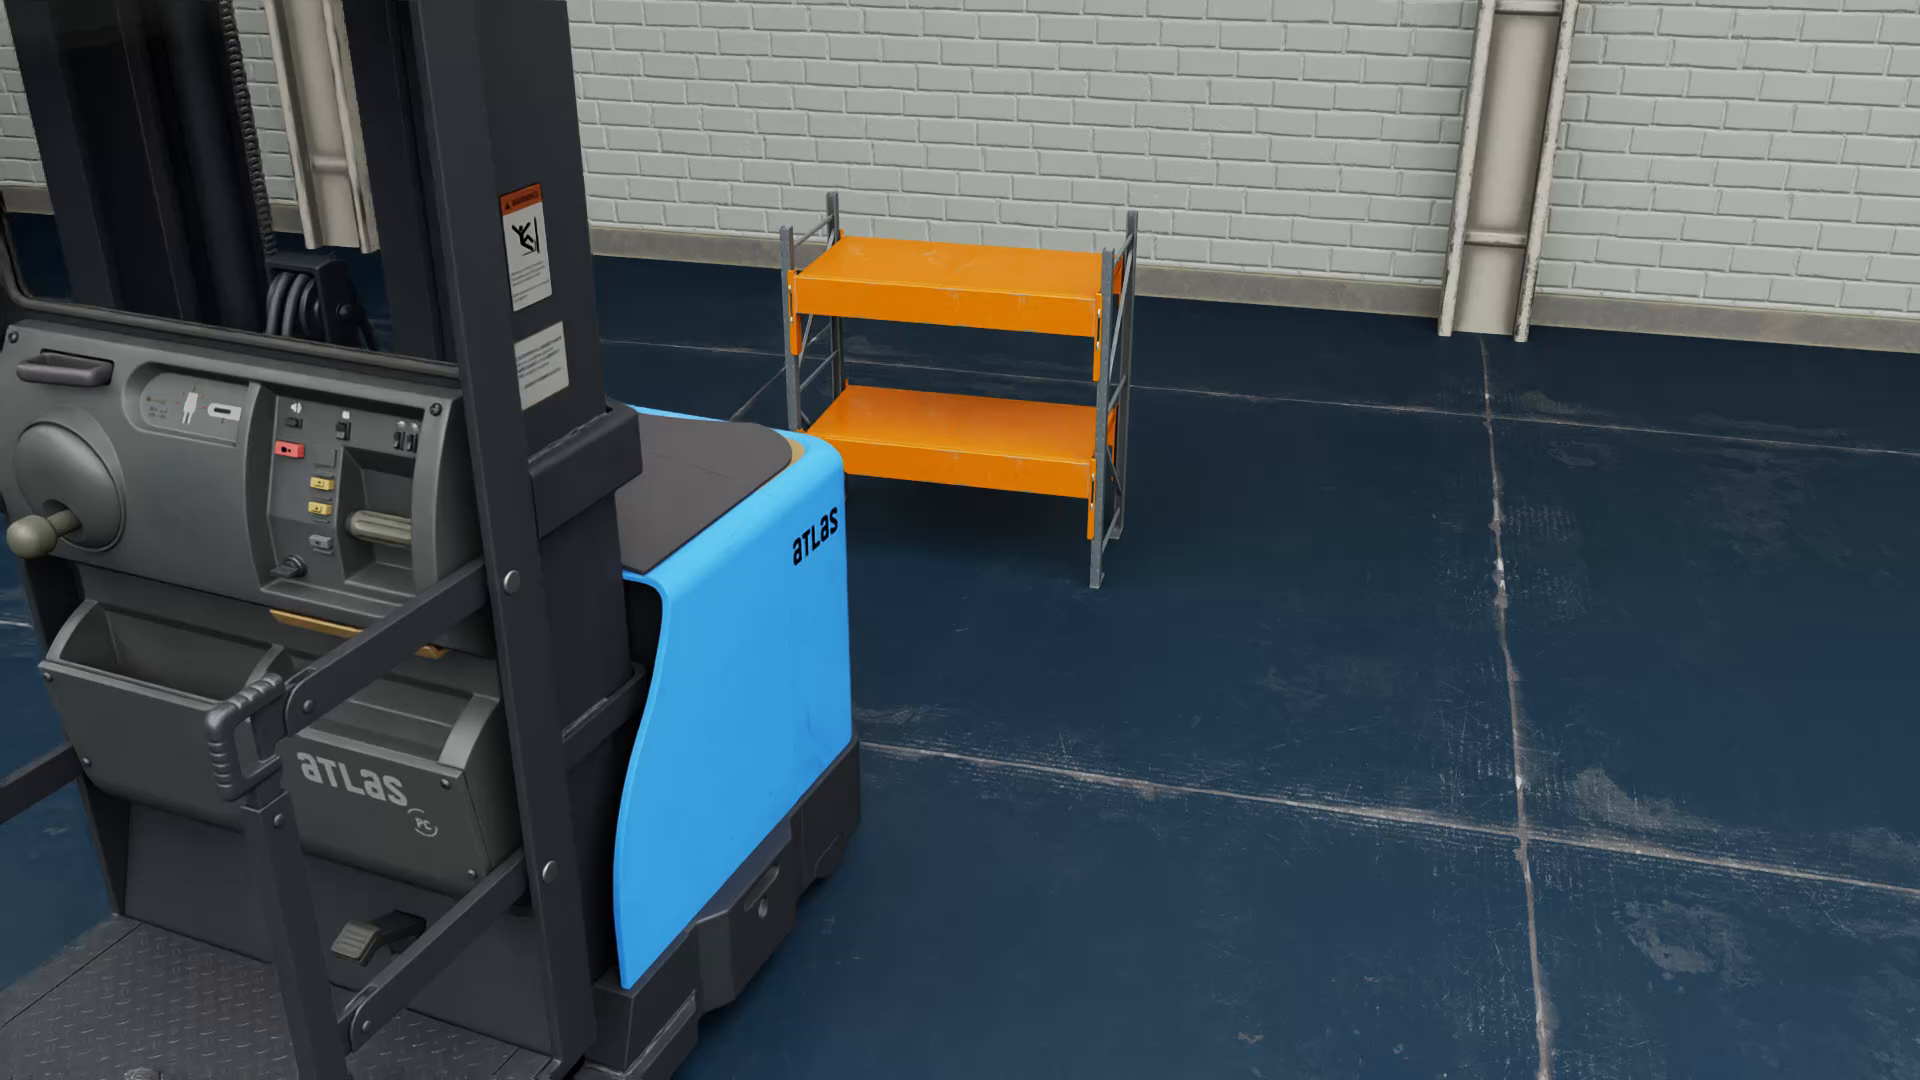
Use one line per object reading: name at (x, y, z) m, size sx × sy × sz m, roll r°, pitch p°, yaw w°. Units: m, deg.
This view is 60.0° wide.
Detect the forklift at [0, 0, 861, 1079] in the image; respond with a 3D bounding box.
forklift at (-1.286, -0.081, 2.510) m, size 1.130 × 2.935 × 3.031 m, roll 10°, pitch 27°, yaw 21°

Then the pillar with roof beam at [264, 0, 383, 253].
pillar with roof beam at (-4.423, -3.910, 3.495) m, size 0.400 × 9.000 × 9.100 m, roll 6°, pitch 26°, yaw 13°

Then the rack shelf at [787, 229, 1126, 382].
rack shelf at (0.007, -0.771, 5.381) m, size 1.000 × 0.278 × 0.538 m, roll 6°, pitch 26°, yaw 13°

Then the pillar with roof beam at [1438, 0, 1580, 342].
pillar with roof beam at (1.388, -3.268, 2.145) m, size 0.400 × 9.000 × 9.100 m, roll 6°, pitch 26°, yaw 13°

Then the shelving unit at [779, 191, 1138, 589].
shelving unit at (0.007, -0.507, 5.507) m, size 1.048 × 1.125 × 0.538 m, roll 6°, pitch 26°, yaw 13°

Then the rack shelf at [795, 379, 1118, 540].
rack shelf at (0.007, -0.286, 5.612) m, size 1.000 × 0.278 × 0.538 m, roll 6°, pitch 26°, yaw 13°

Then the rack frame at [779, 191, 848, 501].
rack frame at (-0.486, -0.562, 5.621) m, size 0.032 × 1.125 × 0.500 m, roll 6°, pitch 26°, yaw 13°

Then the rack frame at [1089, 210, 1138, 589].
rack frame at (0.499, -0.453, 5.392) m, size 0.032 × 1.125 × 0.500 m, roll 6°, pitch 26°, yaw 13°
